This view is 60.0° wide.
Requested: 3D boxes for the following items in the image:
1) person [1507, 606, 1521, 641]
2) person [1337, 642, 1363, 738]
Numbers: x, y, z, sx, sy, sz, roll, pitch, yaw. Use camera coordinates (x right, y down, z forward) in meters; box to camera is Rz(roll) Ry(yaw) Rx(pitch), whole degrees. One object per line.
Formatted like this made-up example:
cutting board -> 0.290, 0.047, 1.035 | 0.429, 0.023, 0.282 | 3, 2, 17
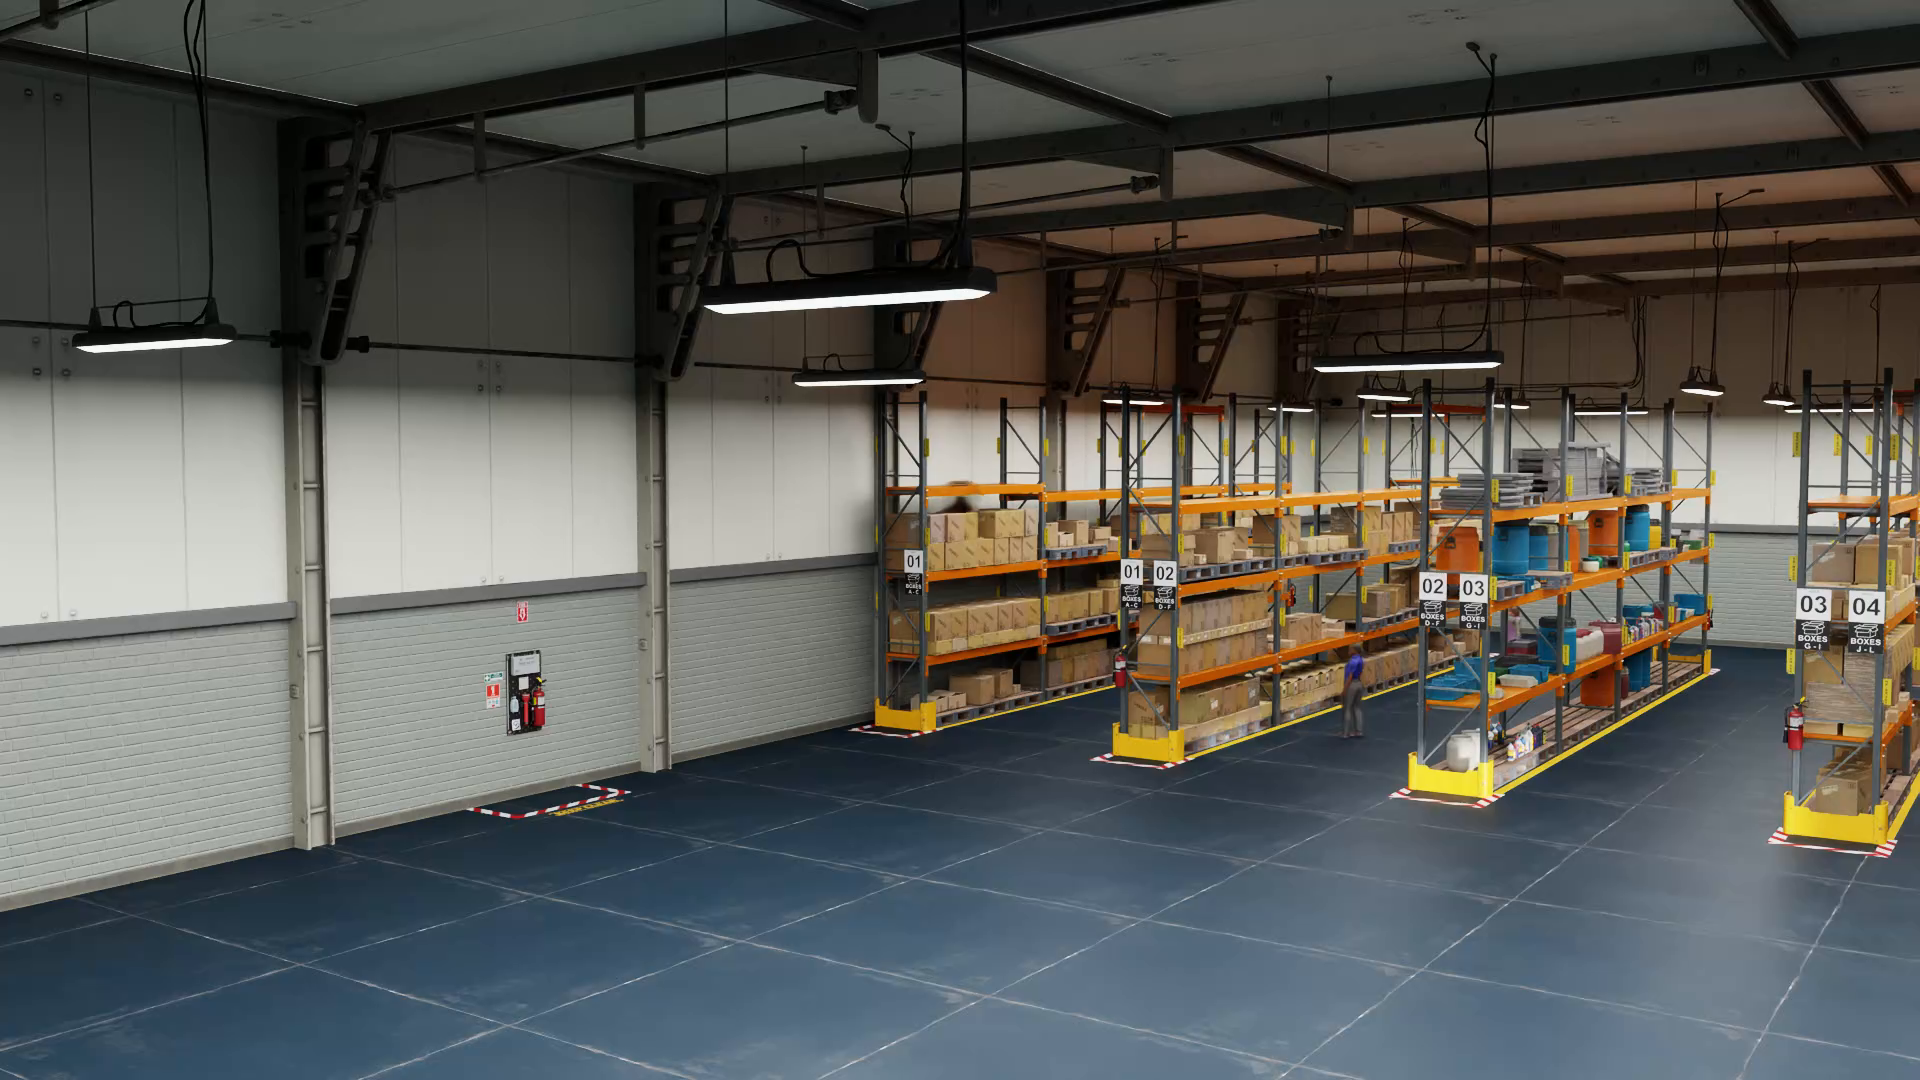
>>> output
person -> 11.874, 2.221, 35.672 | 0.343, 1.605, 0.459 | 1, 3, 16
person -> 6.731, 2.586, 28.692 | 0.398, 1.664, 0.533 | 3, 4, 41
